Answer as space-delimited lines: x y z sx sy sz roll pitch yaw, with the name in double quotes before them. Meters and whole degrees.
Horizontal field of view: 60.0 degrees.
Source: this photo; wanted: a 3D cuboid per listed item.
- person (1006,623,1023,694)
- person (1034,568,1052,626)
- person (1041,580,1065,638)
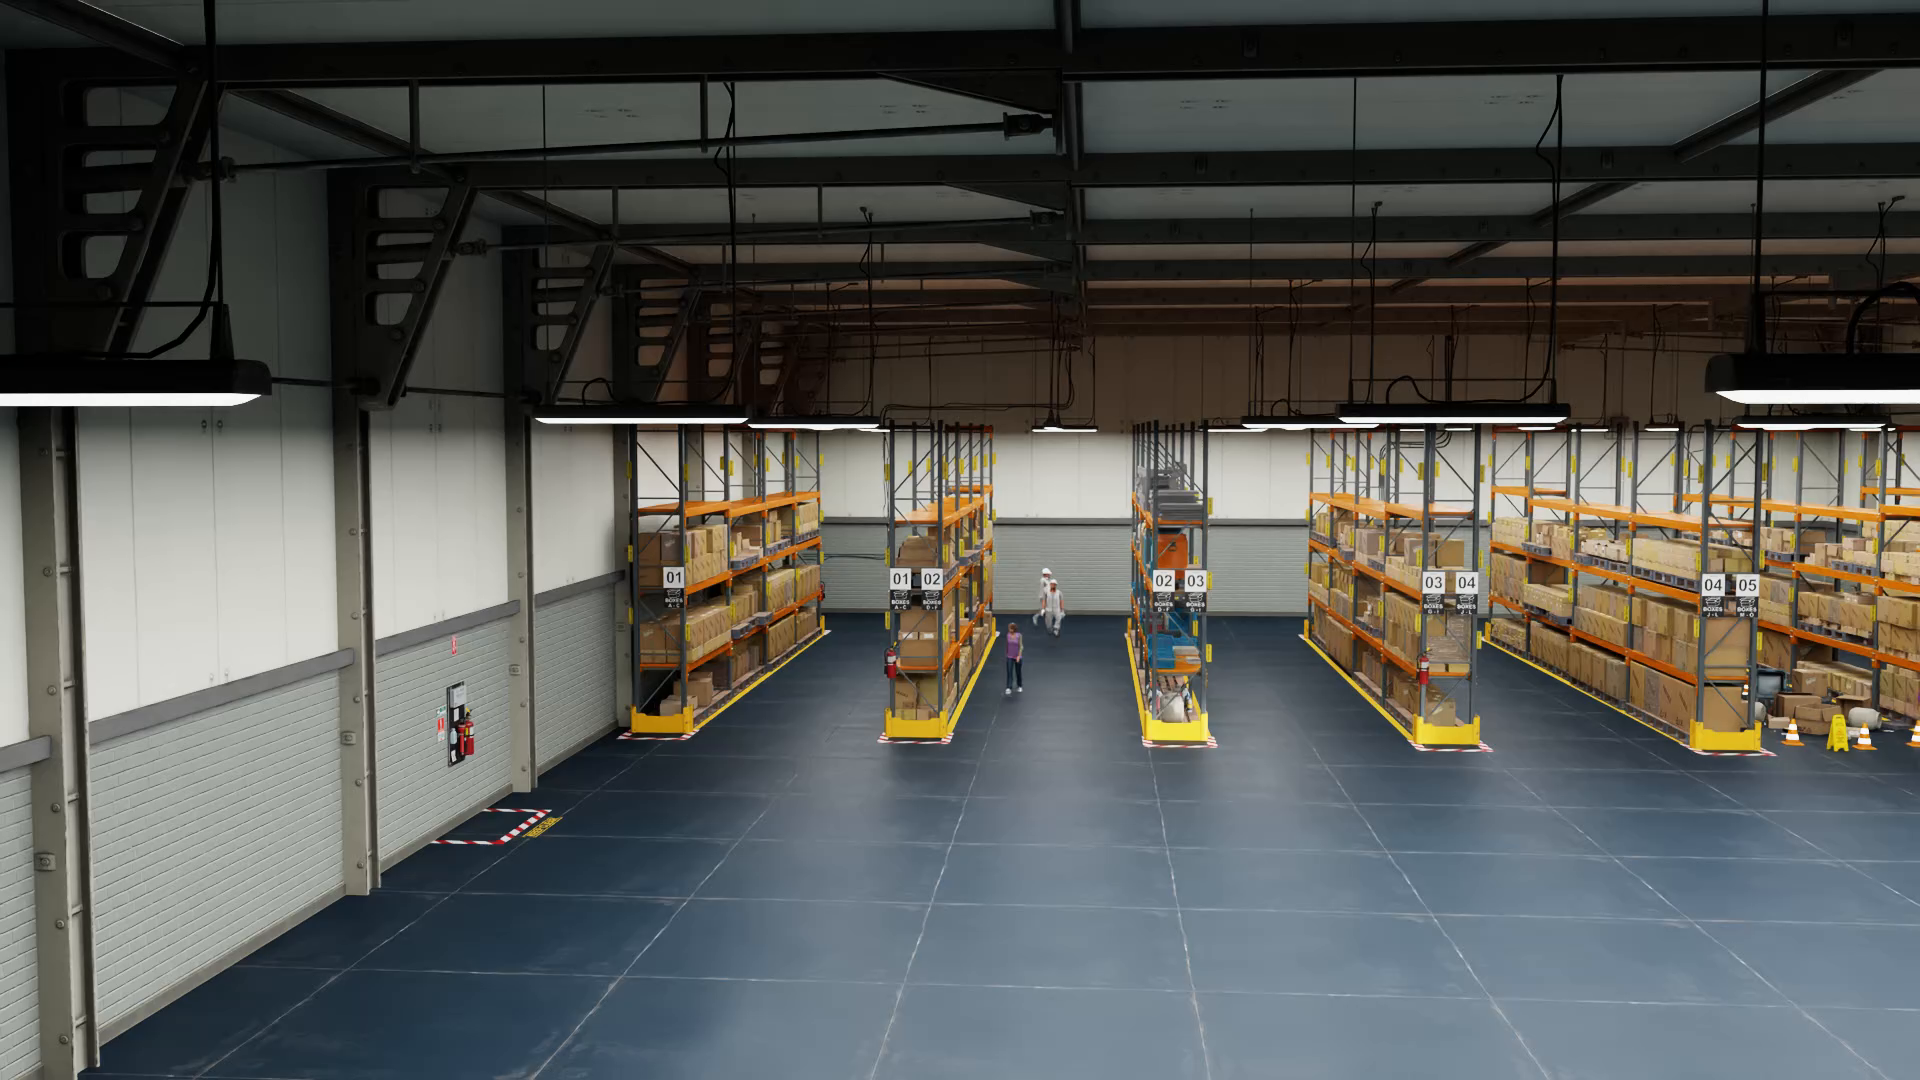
"person" 1.171 2.606 36.617 0.438 1.560 0.893 1 4 17
"person" 2.473 1.695 49.122 0.513 1.708 0.577 2 4 25
"person" 2.509 1.838 44.875 0.653 1.544 1.104 0 4 1
